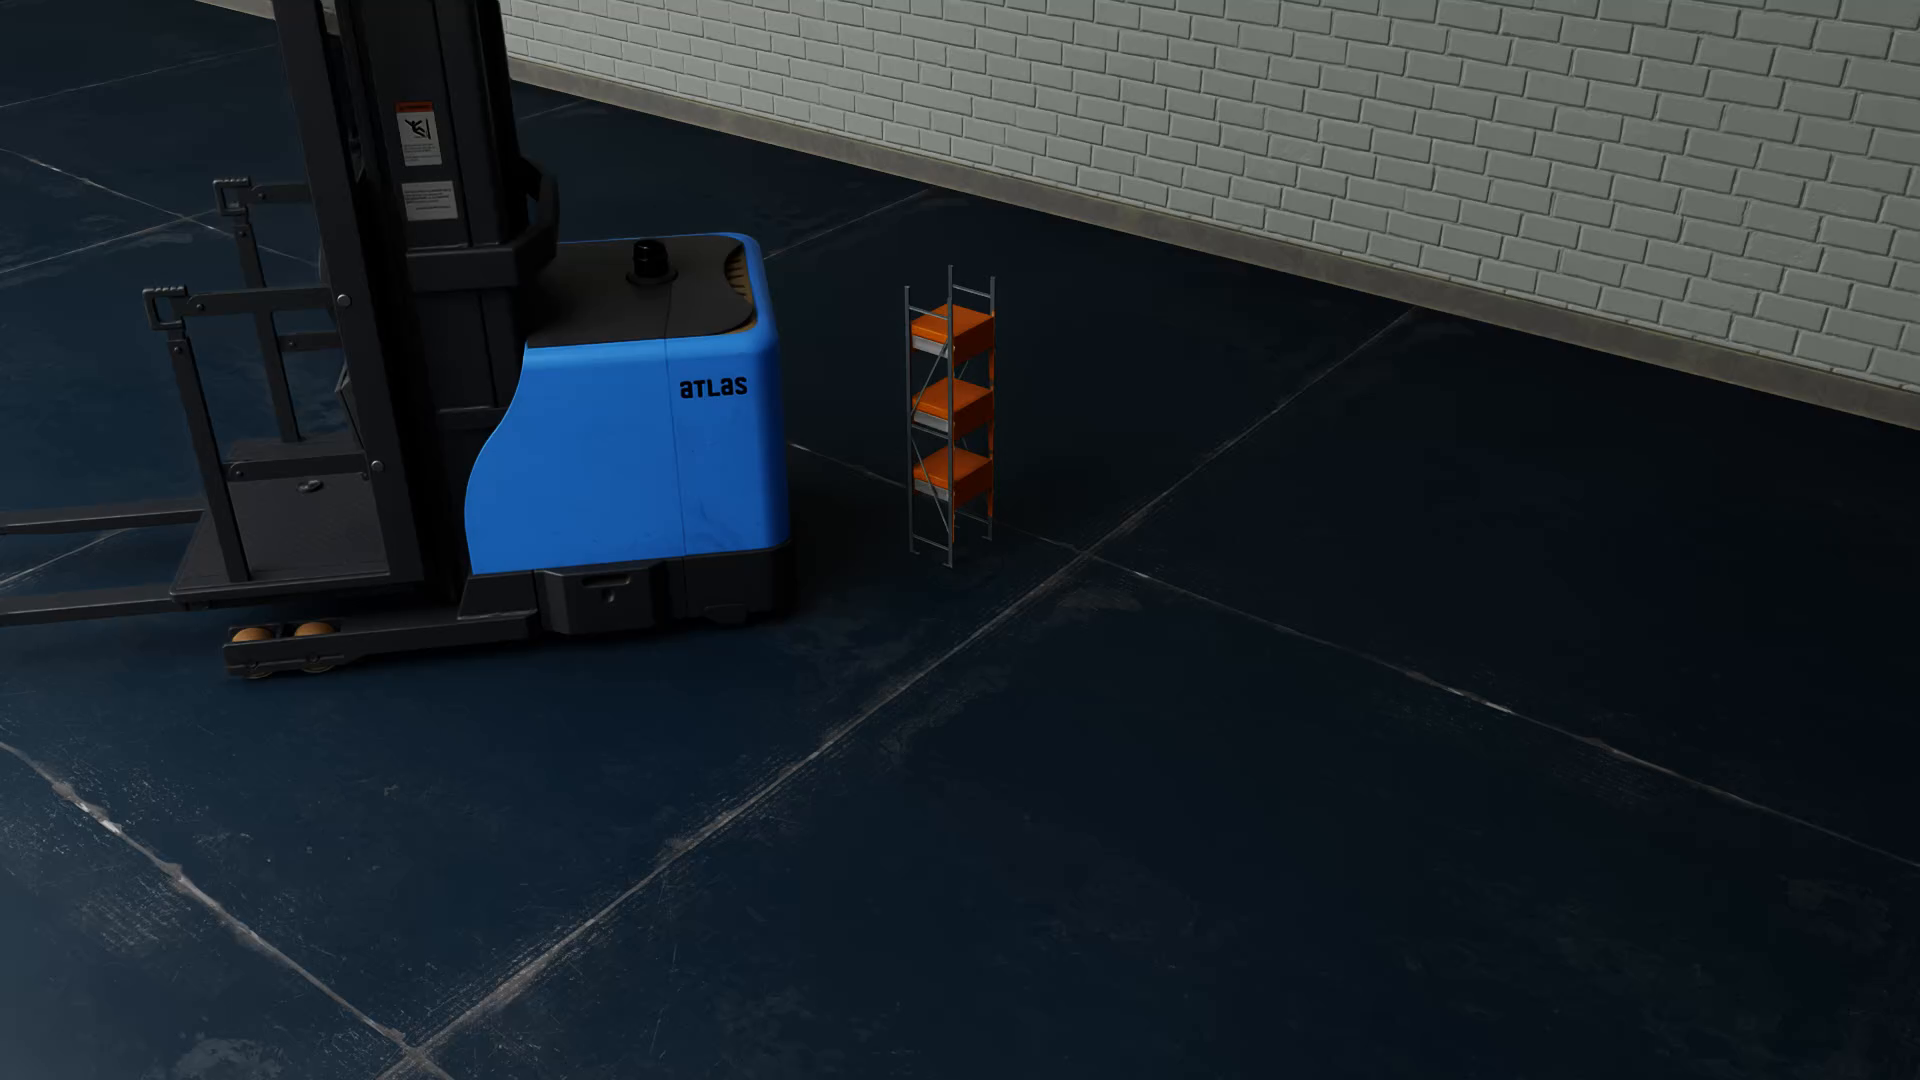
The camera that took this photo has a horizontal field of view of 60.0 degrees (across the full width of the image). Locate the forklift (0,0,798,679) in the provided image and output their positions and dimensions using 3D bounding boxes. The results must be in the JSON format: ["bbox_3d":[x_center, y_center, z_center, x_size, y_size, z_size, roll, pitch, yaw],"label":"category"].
[{"bbox_3d":[-2.131,-1.095,5.223,3.031,2.935,1.130,-5,31,-9],"label":"forklift"}]

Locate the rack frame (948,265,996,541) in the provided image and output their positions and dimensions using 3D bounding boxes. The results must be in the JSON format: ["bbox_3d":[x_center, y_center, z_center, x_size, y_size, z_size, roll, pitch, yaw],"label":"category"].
[{"bbox_3d":[0.041,-0.479,6.029,0.200,1.050,0.008,21,37,31],"label":"rack frame"}]

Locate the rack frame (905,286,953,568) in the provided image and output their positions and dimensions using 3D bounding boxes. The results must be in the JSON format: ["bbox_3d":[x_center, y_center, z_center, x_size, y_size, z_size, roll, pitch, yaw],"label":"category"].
[{"bbox_3d":[-0.106,-0.380,5.862,0.200,1.050,0.008,21,37,31],"label":"rack frame"}]

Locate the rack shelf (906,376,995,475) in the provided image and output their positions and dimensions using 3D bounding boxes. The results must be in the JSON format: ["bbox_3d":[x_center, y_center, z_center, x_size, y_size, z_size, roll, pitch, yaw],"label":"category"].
[{"bbox_3d":[-0.032,-0.421,5.951,0.215,0.259,0.240,21,37,31],"label":"rack shelf"}]

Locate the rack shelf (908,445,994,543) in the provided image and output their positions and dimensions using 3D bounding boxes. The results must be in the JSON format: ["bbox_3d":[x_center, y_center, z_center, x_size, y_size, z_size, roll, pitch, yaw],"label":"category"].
[{"bbox_3d":[-0.032,-0.182,6.093,0.215,0.259,0.240,21,37,31],"label":"rack shelf"}]

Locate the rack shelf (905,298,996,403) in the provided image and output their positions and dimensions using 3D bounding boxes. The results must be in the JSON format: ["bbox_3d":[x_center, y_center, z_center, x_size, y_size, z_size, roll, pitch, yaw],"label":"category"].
[{"bbox_3d":[-0.032,-0.665,5.806,0.215,0.259,0.240,21,37,31],"label":"rack shelf"}]

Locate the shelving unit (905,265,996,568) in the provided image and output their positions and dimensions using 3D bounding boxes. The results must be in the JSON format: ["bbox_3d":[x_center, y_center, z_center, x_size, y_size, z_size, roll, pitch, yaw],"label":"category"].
[{"bbox_3d":[-0.032,-0.430,5.946,0.215,1.050,0.252,21,37,31],"label":"shelving unit"}]
